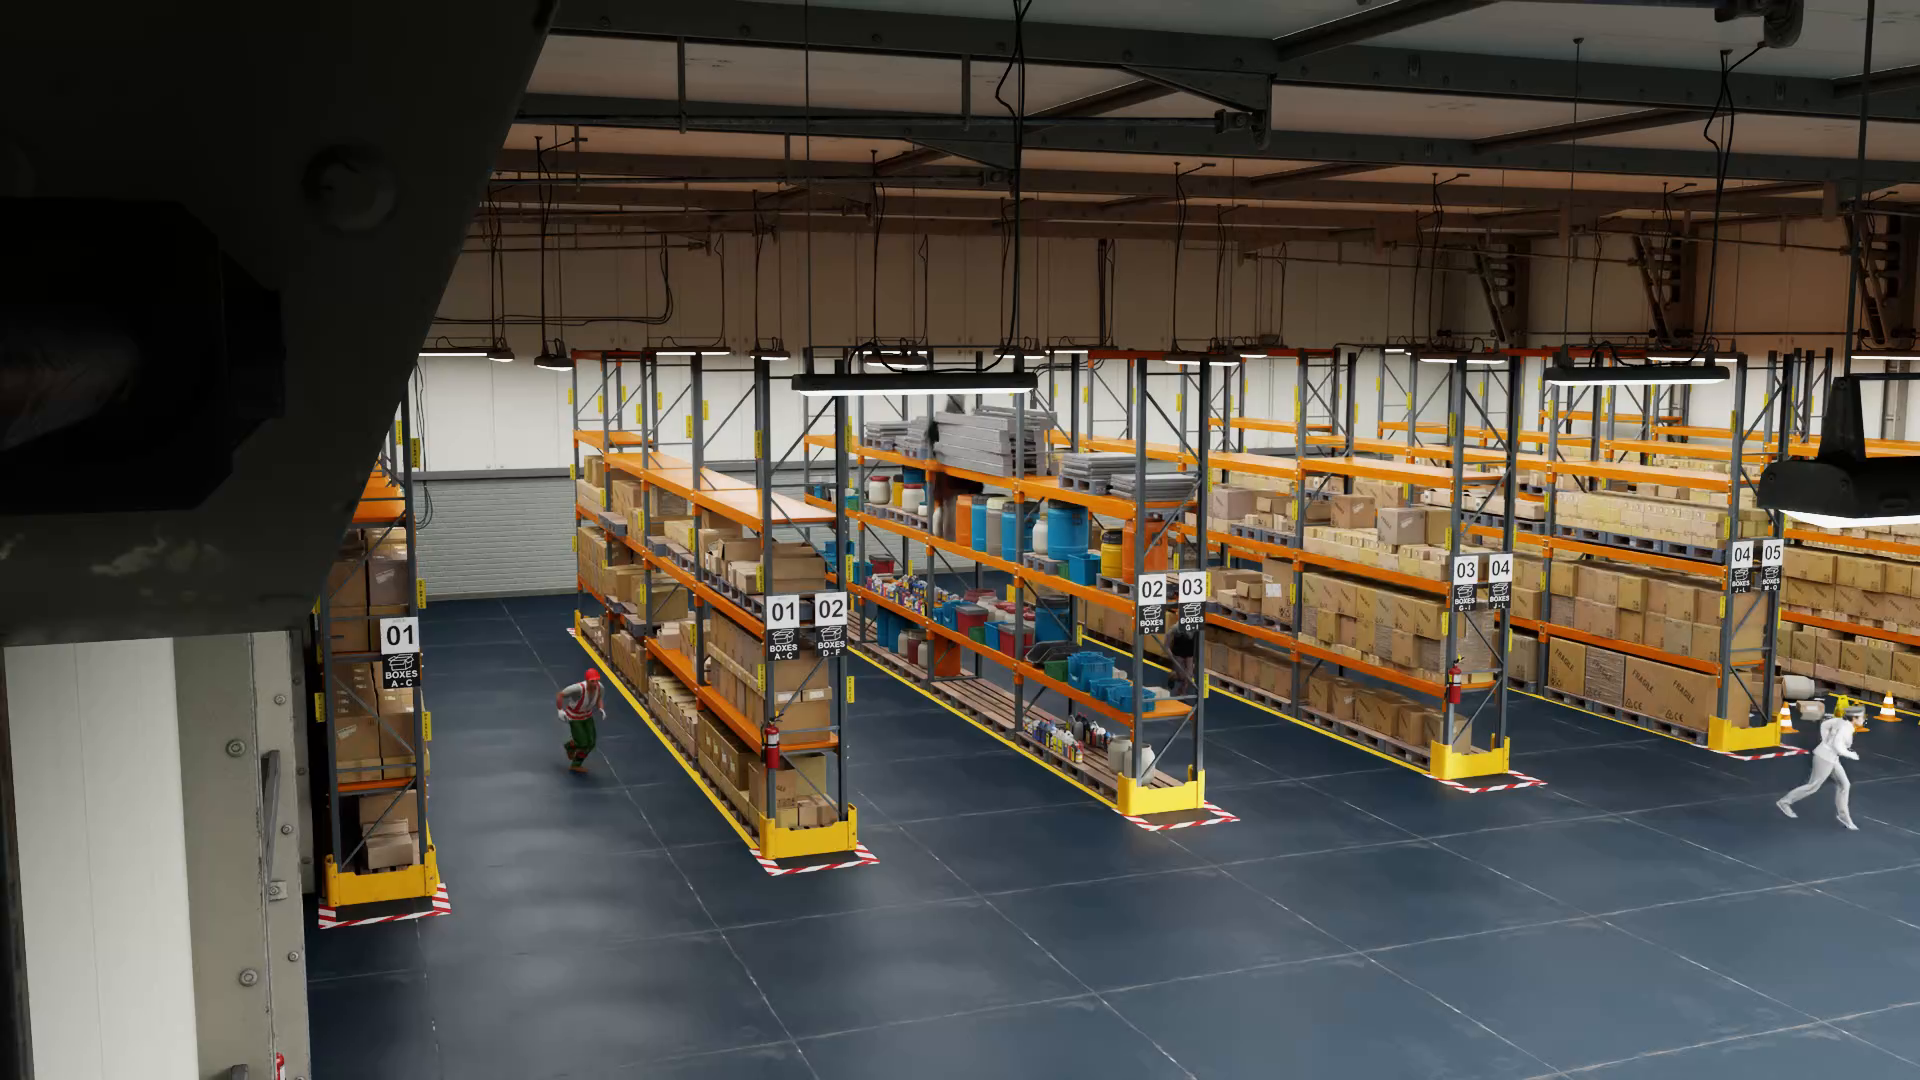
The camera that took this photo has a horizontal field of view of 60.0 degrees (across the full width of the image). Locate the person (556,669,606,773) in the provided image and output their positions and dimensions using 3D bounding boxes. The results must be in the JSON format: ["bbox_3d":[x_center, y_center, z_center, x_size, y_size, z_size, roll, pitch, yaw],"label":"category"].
[{"bbox_3d":[-5.450,2.594,23.883,0.895,1.584,0.686,7,10,44],"label":"person"}]

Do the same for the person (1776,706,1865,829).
[{"bbox_3d":[11.100,2.907,21.467,0.968,1.627,0.657,3,8,21],"label":"person"}]

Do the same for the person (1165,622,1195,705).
[{"bbox_3d":[3.819,1.988,28.535,0.653,1.658,0.761,-3,8,-25],"label":"person"}]
